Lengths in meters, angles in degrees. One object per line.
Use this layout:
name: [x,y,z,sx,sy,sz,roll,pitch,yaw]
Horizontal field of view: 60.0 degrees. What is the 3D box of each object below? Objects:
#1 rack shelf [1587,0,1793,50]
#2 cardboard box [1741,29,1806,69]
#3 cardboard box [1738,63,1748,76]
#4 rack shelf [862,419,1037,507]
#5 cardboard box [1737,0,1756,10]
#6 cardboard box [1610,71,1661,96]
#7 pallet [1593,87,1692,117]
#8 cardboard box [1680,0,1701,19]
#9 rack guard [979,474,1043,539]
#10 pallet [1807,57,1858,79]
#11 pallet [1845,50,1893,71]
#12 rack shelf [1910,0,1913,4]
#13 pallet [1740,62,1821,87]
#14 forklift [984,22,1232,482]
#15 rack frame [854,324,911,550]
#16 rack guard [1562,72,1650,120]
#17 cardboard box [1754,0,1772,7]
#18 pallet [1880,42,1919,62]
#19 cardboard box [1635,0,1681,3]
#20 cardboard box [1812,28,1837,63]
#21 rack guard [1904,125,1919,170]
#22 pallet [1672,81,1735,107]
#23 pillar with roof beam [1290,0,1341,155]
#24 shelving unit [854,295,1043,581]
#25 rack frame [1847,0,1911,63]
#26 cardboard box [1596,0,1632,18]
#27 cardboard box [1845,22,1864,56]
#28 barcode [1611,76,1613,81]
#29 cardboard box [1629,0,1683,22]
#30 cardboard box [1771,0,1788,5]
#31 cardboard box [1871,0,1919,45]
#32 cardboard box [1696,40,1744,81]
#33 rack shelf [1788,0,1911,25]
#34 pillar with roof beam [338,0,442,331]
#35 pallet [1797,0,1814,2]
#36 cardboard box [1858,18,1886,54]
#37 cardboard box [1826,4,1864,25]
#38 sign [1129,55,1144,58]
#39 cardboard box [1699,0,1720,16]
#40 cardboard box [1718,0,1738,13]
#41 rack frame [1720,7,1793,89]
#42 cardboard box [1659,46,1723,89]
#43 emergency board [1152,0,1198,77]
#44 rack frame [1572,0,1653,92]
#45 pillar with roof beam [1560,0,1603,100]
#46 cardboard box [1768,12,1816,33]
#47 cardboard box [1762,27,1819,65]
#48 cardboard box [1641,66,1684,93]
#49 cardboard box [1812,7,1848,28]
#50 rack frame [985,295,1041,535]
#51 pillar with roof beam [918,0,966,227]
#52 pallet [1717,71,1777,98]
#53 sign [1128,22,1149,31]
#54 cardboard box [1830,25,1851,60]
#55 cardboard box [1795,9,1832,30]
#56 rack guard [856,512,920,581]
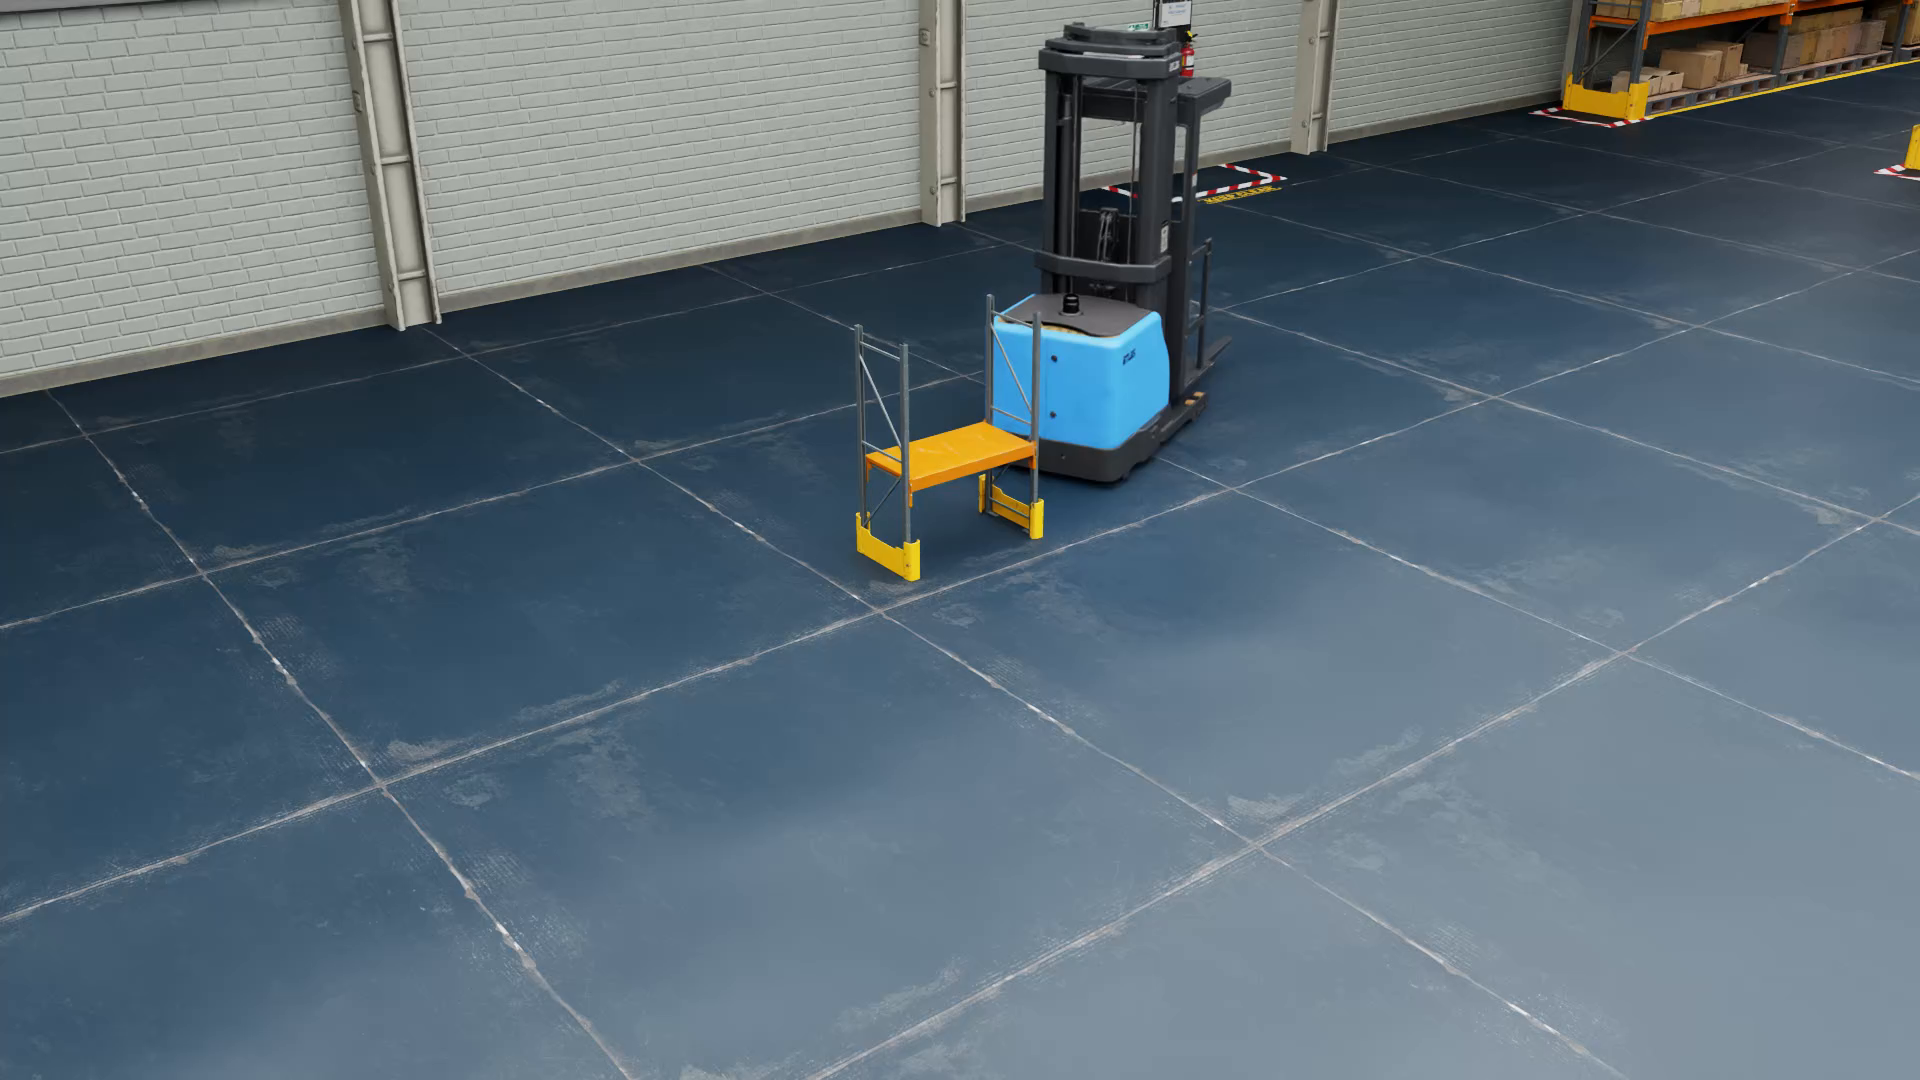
rack shelf: [10.812,-7.716,24.667,4.000,0.370,1.077,-18,31,-34]
cardboard box: [12.955,-7.824,26.492,0.500,0.500,0.700,-17,30,-32]
cardboard box: [11.984,-7.327,25.818,0.380,0.166,0.250,22,33,39]
rack shelf: [-0.067,-0.495,10.462,1.000,0.185,0.538,-18,31,-34]
cardboard box: [11.417,-8.017,24.615,0.500,0.250,0.500,-18,31,-34]
cardboard box: [9.839,-6.653,24.193,0.500,0.311,0.500,-23,33,-40]
pallet: [9.960,-6.477,24.455,1.213,0.211,1.003,-18,31,-34]
cardboard box: [10.218,-7.625,23.771,0.500,0.250,0.500,-19,31,-36]
rack guard: [0.332,-0.223,10.933,0.087,0.250,0.587,-18,31,-34]
pallet: [13.959,-7.818,27.345,1.213,0.211,1.003,-18,31,-34]
pallet: [14.918,-8.133,28.025,1.213,0.211,1.003,-18,31,-34]
rack shelf: [17.108,-9.794,29.145,4.000,0.370,1.077,-18,31,-34]
pallet: [12.998,-7.500,26.659,1.213,0.211,1.003,-18,31,-34]
forklift: [1.276,-2.314,12.254,1.130,2.935,3.031,12,28,25]
rack frame: [-0.467,-0.526,10.102,0.032,1.500,0.500,-18,31,-34]
rack guard: [9.298,-6.409,23.965,0.348,0.500,1.175,-18,31,-34]
cardboard box: [11.803,-8.153,24.908,0.500,0.250,0.500,-18,30,-34]
pallet: [16.201,-8.516,28.848,1.213,0.211,1.003,-18,31,-34]
cardboard box: [9.800,-7.828,23.318,0.500,0.500,0.500,-18,31,-34]
cardboard box: [13.757,-8.094,27.074,0.500,0.500,0.700,-18,30,-33]
rack guard: [12.279,-4.743,20.375,0.348,0.500,1.175,-18,31,-34]
pallet: [10.919,-6.792,25.134,1.213,0.211,1.003,-18,31,-34]
pillar with roof beam: [7.191,-7.728,16.711,0.400,9.000,9.100,-18,31,-34]
shelving unit: [-0.060,-0.661,10.392,1.083,1.500,0.587,-18,31,-34]
rack frame: [15.534,-9.601,27.874,0.127,3.000,1.000,-18,31,-34]
cardboard box: [9.487,-7.649,23.823,0.500,0.250,0.500,-18,30,-33]
cardboard box: [14.522,-8.367,27.662,0.500,0.500,0.700,-18,31,-34]
barcode: [9.606,-6.794,24.486,0.075,0.075,0.001,-18,31,-34]
cardboard box: [9.819,-7.485,23.470,0.500,0.250,0.500,-19,31,-35]
cardboard box: [12.201,-8.279,25.181,0.500,0.250,0.500,-18,30,-34]
cardboard box: [16.194,-8.964,28.556,0.750,0.750,0.750,-19,31,-35]
cardboard box: [11.594,-7.345,25.459,0.500,0.500,0.500,-21,32,-38]
rack shelf: [13.960,-8.755,26.906,4.000,0.370,1.077,-18,31,-34]
pillar with roof beam: [-2.252,-4.610,9.995,0.400,9.000,9.100,-18,31,-34]
pallet: [13.077,-8.625,25.999,1.213,0.211,1.003,-18,31,-34]
cardboard box: [15.000,-8.462,27.867,0.500,0.500,0.700,-18,30,-33]
cardboard box: [14.512,-8.675,27.435,0.500,0.250,0.500,-18,30,-33]
sign: [2.067,-5.710,19.448,0.234,0.329,0.001,-18,31,-34]
cardboard box: [10.623,-7.755,24.052,0.500,0.250,0.500,-19,31,-35]
cardboard box: [11.022,-7.886,24.333,0.500,0.250,0.500,-18,30,-34]
rack frame: [12.386,-8.562,25.635,0.127,3.000,1.000,-18,31,-34]
cardboard box: [10.895,-7.060,24.847,0.500,0.500,0.700,-21,32,-37]
emergency board: [2.566,-5.803,19.691,0.643,1.169,0.194,-18,31,-34]
rack frame: [9.239,-7.523,23.396,0.127,3.000,1.000,-18,31,-34]
pillar with roof beam: [11.912,-9.286,20.070,0.400,9.000,9.100,-18,31,-34]
cardboard box: [13.300,-8.280,26.583,0.500,0.250,0.500,-19,31,-35]
cardboard box: [13.331,-7.975,26.817,0.500,0.500,0.700,-19,31,-35]
cardboard box: [10.287,-6.801,24.512,0.500,0.311,0.500,-15,29,-30]
cardboard box: [14.111,-8.540,27.144,0.500,0.250,0.500,-18,31,-34]
rack frame: [0.333,-0.790,10.671,0.032,1.500,0.500,-18,31,-34]
pillar with roof beam: [2.469,-6.169,13.353,0.400,9.000,9.100,-18,31,-34]
pallet: [11.880,-7.111,25.821,1.213,0.211,1.003,-18,31,-34]
sign: [2.076,-5.949,19.332,0.331,0.109,0.001,-18,31,-34]
cardboard box: [14.149,-8.229,27.364,0.500,0.500,0.700,-18,31,-34]
cardboard box: [13.707,-8.416,26.877,0.500,0.250,0.500,-19,31,-35]
rack guard: [-0.452,0.036,10.376,0.087,0.250,0.587,-18,31,-34]
